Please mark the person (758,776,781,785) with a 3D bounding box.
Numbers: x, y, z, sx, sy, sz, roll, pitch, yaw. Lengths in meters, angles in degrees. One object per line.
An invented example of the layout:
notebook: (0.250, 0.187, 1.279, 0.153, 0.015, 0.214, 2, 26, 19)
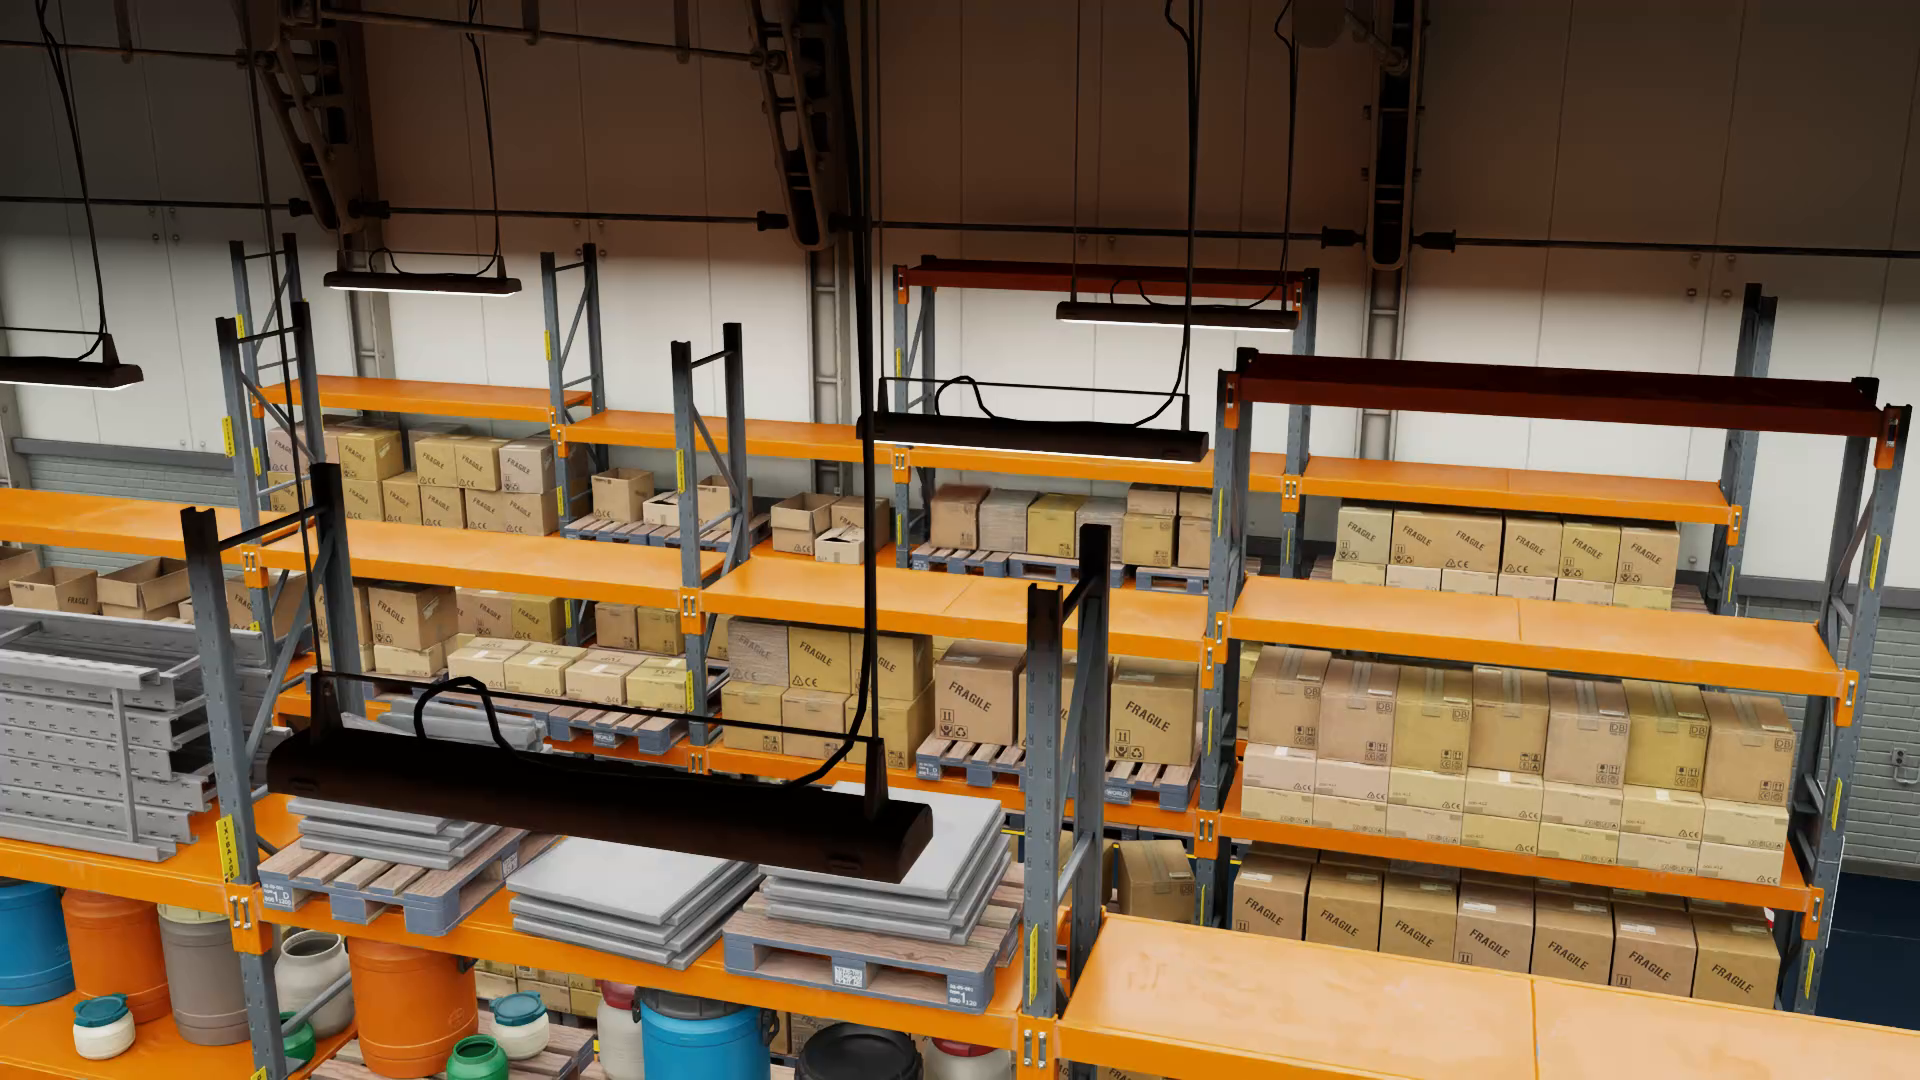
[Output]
person: (-1.984, 2.408, 16.950, 0.601, 1.507, 0.474, 10, 19, 30)
